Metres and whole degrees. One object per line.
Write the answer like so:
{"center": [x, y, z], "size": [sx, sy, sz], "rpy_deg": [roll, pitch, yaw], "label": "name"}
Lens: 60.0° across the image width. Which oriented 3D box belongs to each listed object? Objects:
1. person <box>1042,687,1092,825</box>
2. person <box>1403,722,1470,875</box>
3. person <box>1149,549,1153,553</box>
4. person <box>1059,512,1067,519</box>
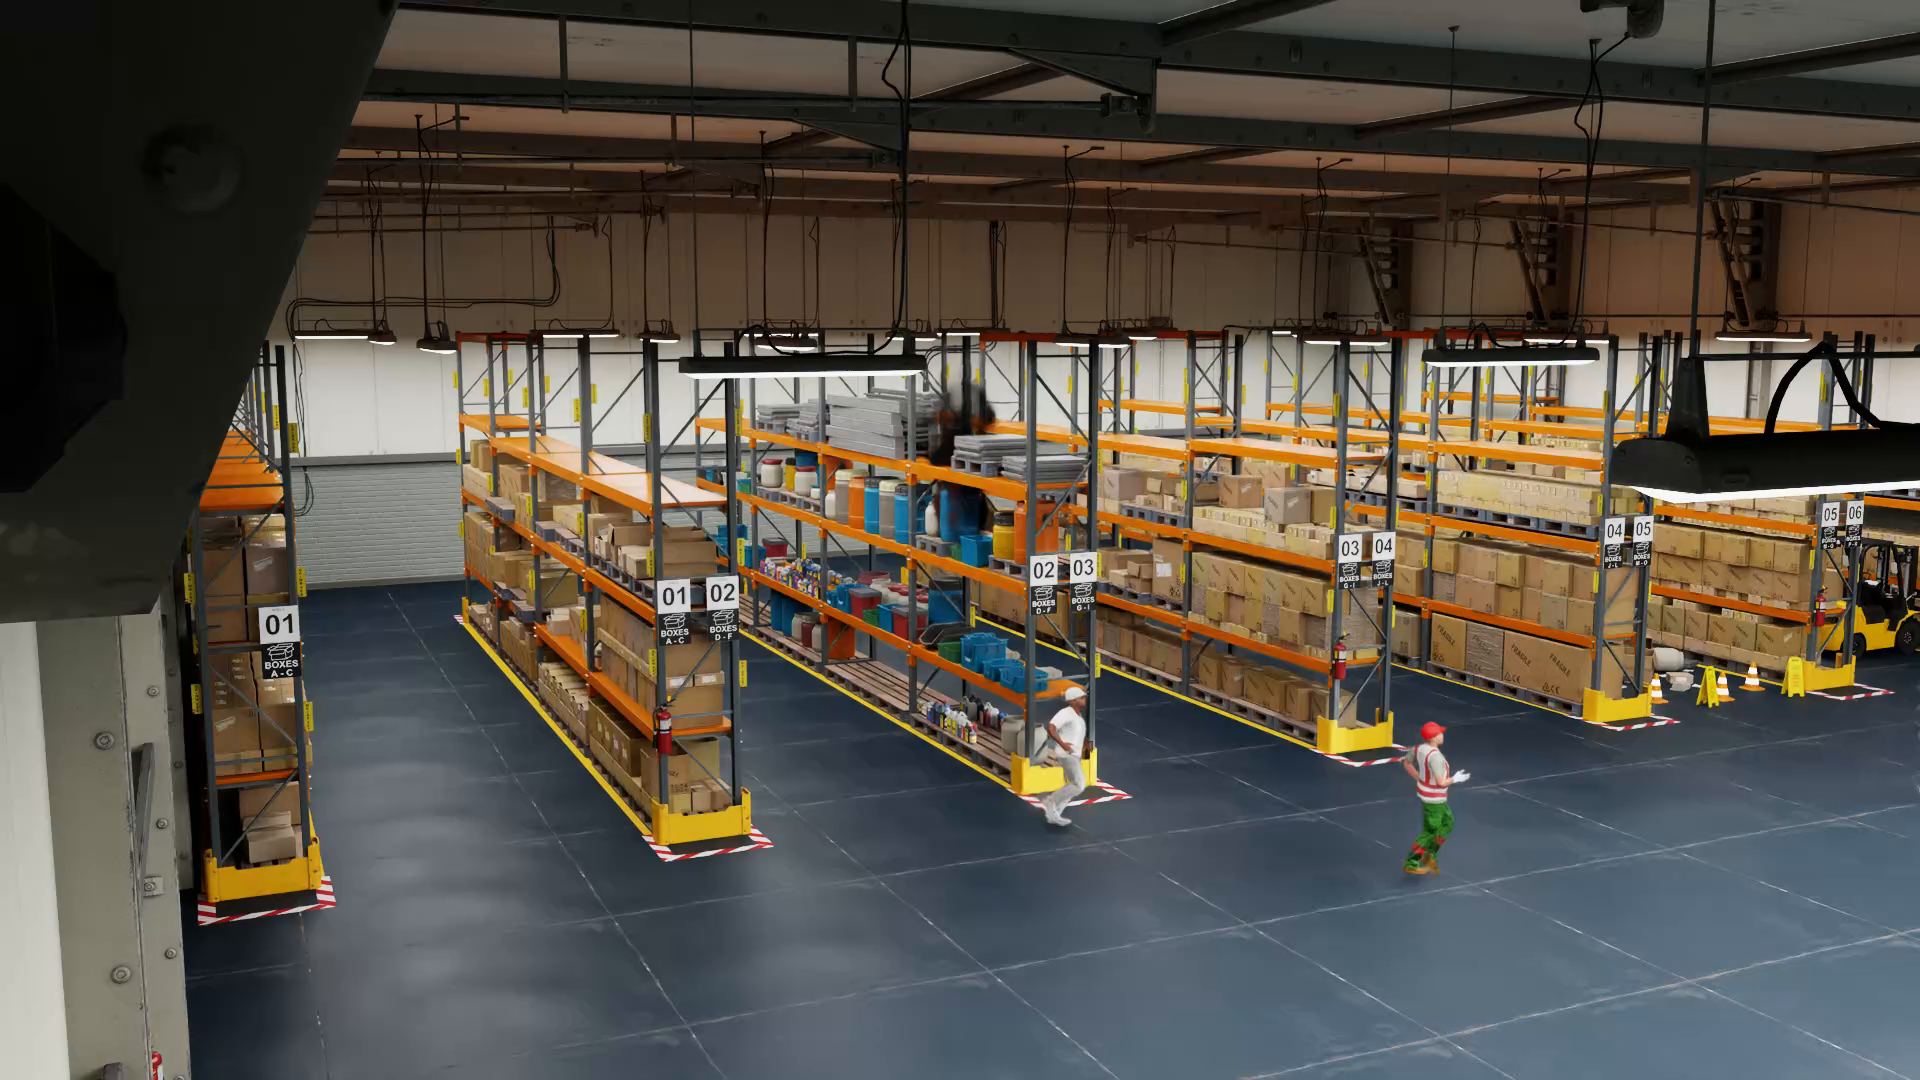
{"center": [1.375, 2.687, 20.866], "size": [0.563, 1.675, 0.745], "rpy_deg": [2, 8, 18], "label": "person"}
{"center": [5.361, 2.935, 18.751], "size": [0.681, 1.809, 0.635], "rpy_deg": [0, 8, 1], "label": "person"}
{"center": [4.309, 0.744, 35.565], "size": [0.603, 1.603, 0.605], "rpy_deg": [-4, 9, -28], "label": "person"}
{"center": [2.448, 0.062, 40.834], "size": [0.600, 1.539, 0.723], "rpy_deg": [4, 9, 28], "label": "person"}
